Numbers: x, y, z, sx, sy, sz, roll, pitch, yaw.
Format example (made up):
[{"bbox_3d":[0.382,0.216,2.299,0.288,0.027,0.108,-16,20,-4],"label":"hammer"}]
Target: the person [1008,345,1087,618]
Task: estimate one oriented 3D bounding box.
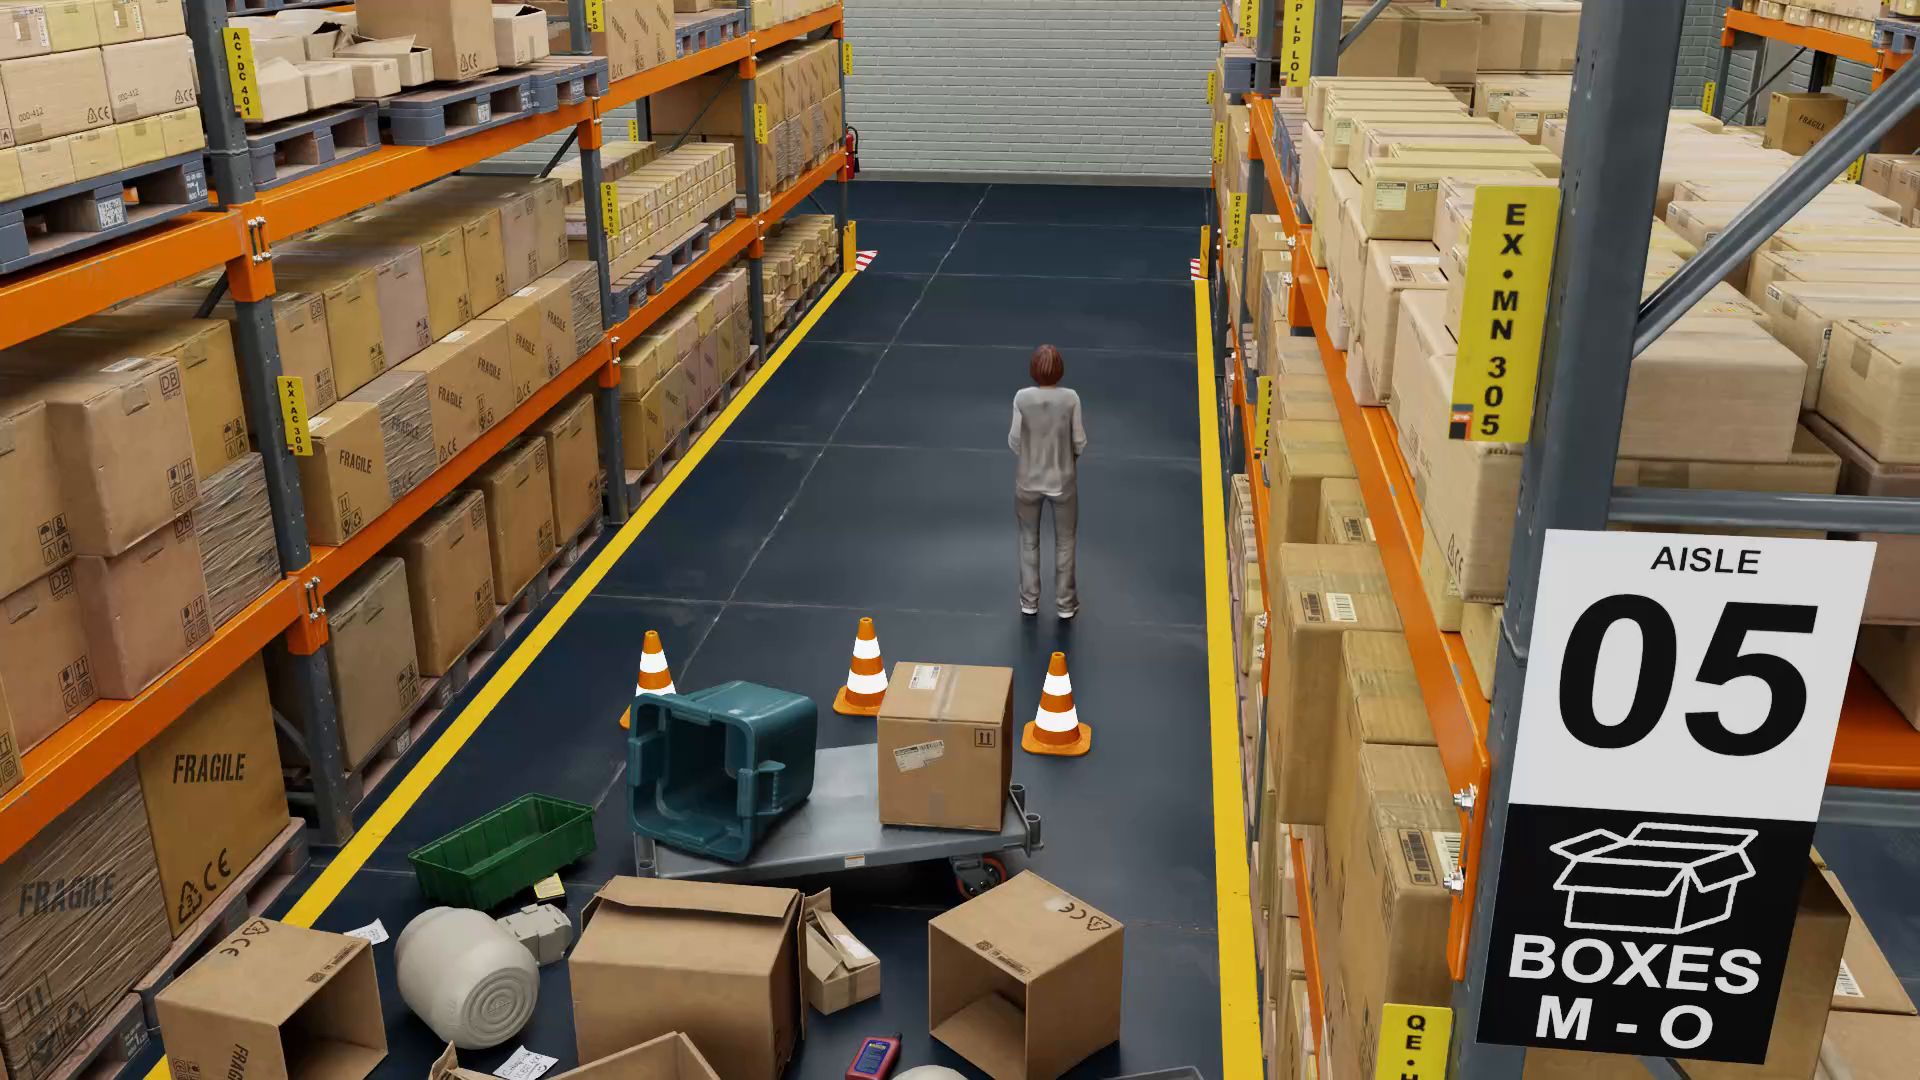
[{"bbox_3d":[0.493,-0.343,9.455,0.443,1.603,0.436,2,22,6],"label":"person"}]
